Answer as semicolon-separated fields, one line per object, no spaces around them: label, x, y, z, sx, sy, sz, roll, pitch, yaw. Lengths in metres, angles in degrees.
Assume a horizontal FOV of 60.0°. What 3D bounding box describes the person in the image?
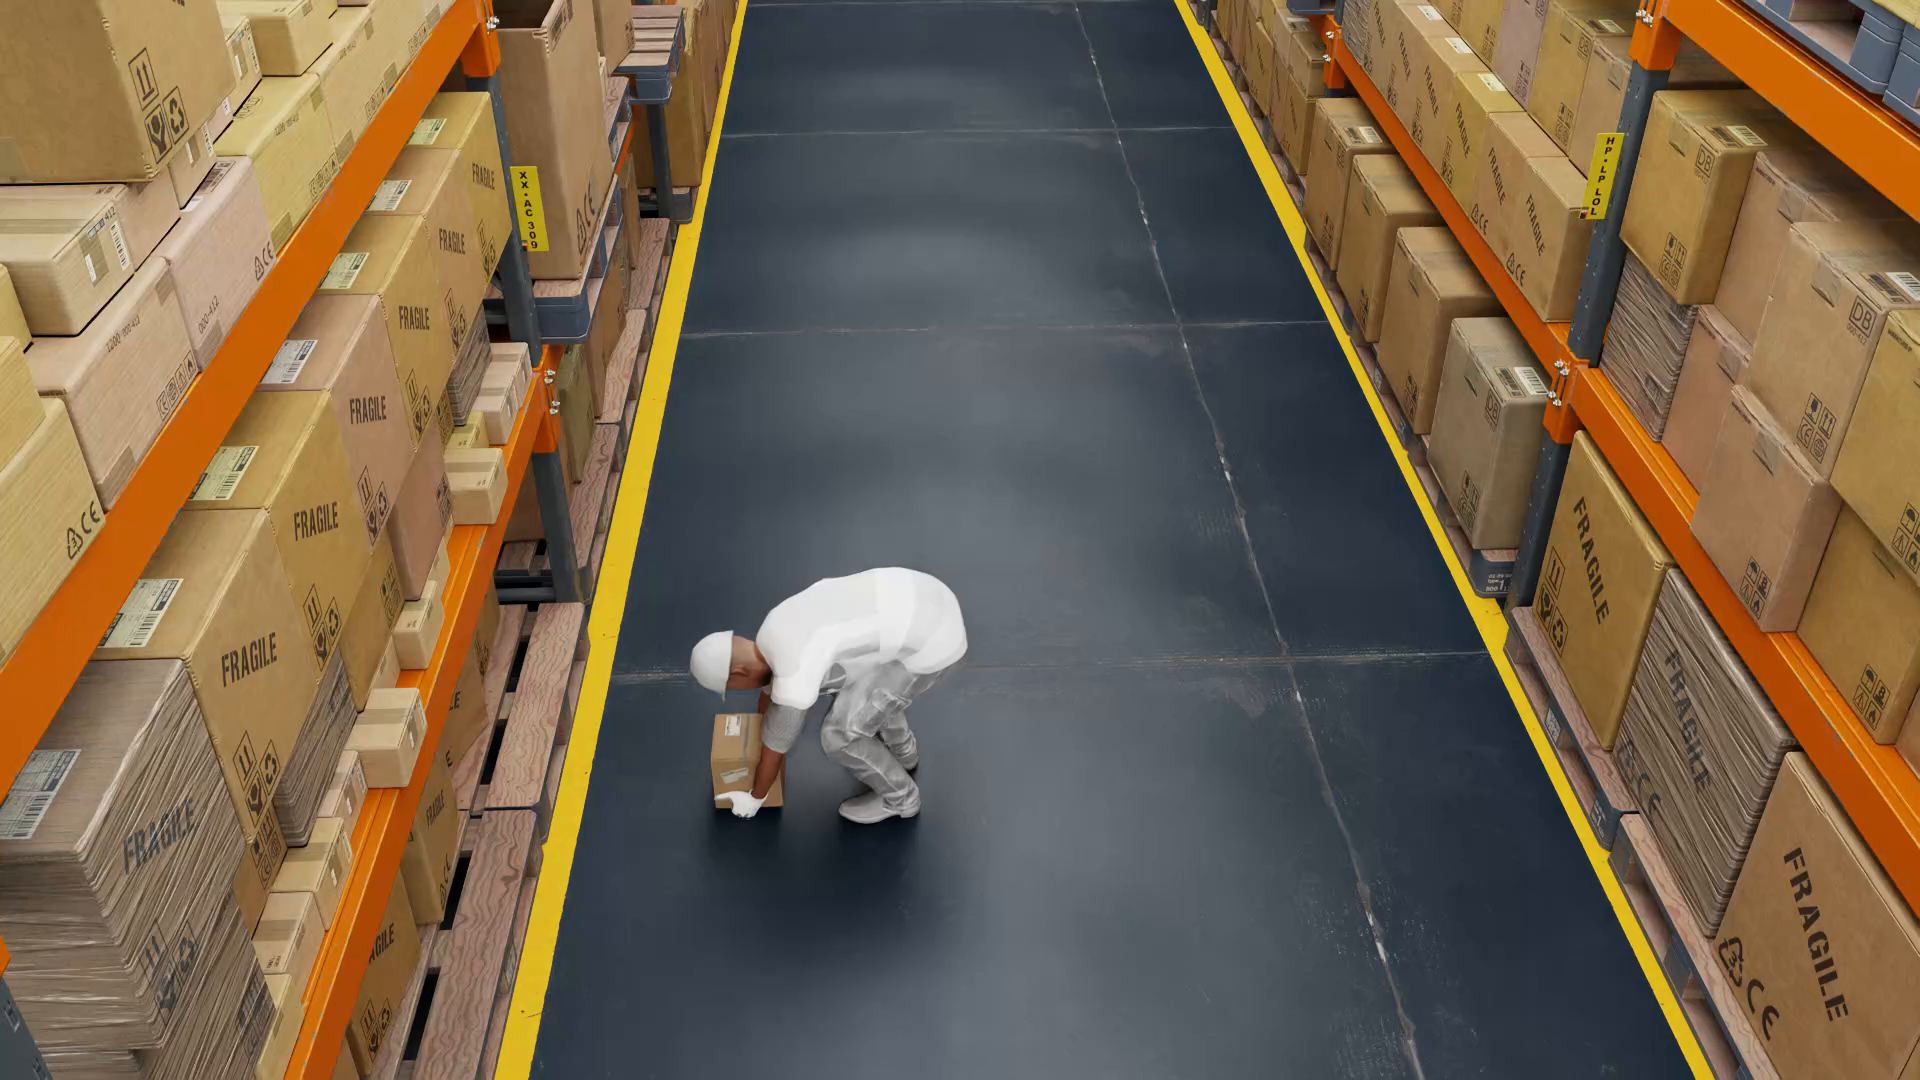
person;-0.469;0.562;6.052;0.981;0.945;0.526;-3;35;-4
